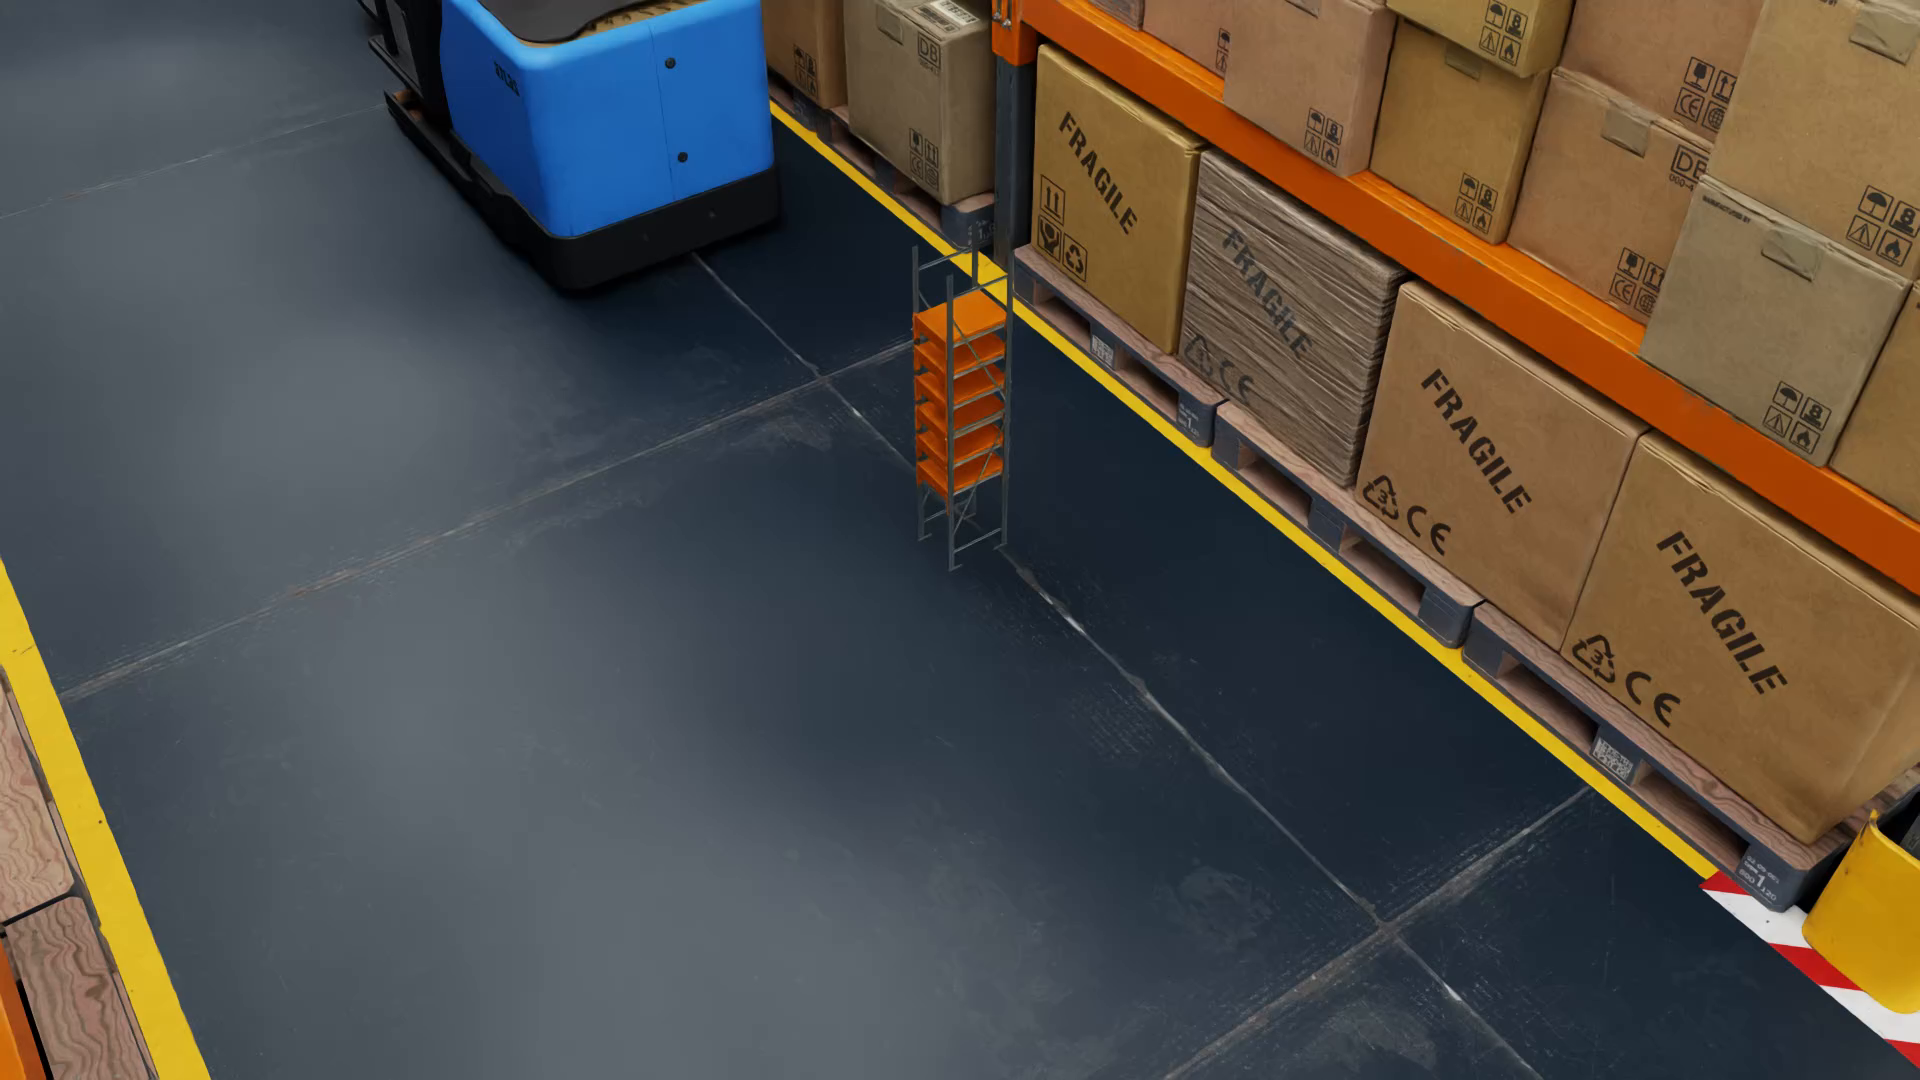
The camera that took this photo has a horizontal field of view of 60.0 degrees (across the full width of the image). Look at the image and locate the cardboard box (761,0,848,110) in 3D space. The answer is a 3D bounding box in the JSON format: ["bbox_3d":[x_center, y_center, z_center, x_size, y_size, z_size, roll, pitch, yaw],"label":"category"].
[{"bbox_3d":[-0.395,-2.614,7.641,1.050,0.750,0.750,-26,49,-24],"label":"cardboard box"}]

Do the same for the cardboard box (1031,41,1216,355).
[{"bbox_3d":[0.885,-1.411,6.291,0.875,0.875,0.875,-25,49,-24],"label":"cardboard box"}]

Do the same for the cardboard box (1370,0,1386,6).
[{"bbox_3d":[1.371,-2.008,4.791,0.875,0.550,0.550,-26,49,-24],"label":"cardboard box"}]

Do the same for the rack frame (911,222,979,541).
[{"bbox_3d":[-0.044,-0.478,5.381,0.240,1.200,0.006,-26,49,-24],"label":"rack frame"}]

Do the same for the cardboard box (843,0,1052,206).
[{"bbox_3d":[0.153,-2.066,7.067,1.050,0.750,0.750,-26,49,-25],"label":"cardboard box"}]

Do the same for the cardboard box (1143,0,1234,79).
[{"bbox_3d":[1.136,-1.959,5.521,0.875,0.550,0.550,-26,49,-24],"label":"cardboard box"}]

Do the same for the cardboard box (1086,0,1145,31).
[{"bbox_3d":[0.803,-2.262,5.838,0.875,0.550,0.550,-26,49,-24],"label":"cardboard box"}]

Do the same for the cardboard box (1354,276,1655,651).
[{"bbox_3d":[1.923,-0.385,5.216,0.875,0.875,0.875,-26,50,-25],"label":"cardboard box"}]

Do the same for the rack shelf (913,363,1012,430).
[{"bbox_3d":[0.008,-0.480,5.275,0.258,0.103,0.180,-26,49,-24],"label":"rack shelf"}]

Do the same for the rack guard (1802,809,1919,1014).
[{"bbox_3d":[2.884,0.771,4.580,1.175,0.500,0.348,-26,49,-24],"label":"rack guard"}]

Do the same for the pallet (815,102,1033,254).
[{"bbox_3d":[0.079,-1.810,7.493,1.003,0.211,1.213,-26,49,-24],"label":"pallet"}]

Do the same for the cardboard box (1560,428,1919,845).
[{"bbox_3d":[2.428,0.112,4.695,0.875,0.875,0.875,-25,49,-24],"label":"cardboard box"}]

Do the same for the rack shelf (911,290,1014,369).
[{"bbox_3d":[0.008,-0.654,5.109,0.258,0.103,0.180,-26,49,-24],"label":"rack shelf"}]

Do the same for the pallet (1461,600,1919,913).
[{"bbox_3d":[2.349,0.440,5.136,1.003,0.211,1.213,-26,49,-24],"label":"pallet"}]

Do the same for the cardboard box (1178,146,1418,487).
[{"bbox_3d":[1.404,-0.902,5.757,0.875,0.875,0.875,-25,49,-24],"label":"cardboard box"}]

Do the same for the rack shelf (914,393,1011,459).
[{"bbox_3d":[0.008,-0.394,5.358,0.258,0.103,0.180,-26,49,-24],"label":"rack shelf"}]

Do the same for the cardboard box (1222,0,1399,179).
[{"bbox_3d":[1.349,-1.607,5.152,0.875,0.550,0.550,-26,49,-24],"label":"cardboard box"}]

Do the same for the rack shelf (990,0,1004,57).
[{"bbox_3d":[-0.562,-3.284,7.539,1.077,0.370,4.000,-26,49,-24],"label":"rack shelf"}]

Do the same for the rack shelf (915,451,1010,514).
[{"bbox_3d":[0.008,-0.220,5.524,0.258,0.103,0.180,-26,49,-24],"label":"rack shelf"}]

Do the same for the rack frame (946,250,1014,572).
[{"bbox_3d":[0.061,-0.374,5.273,0.240,1.200,0.006,-26,49,-24],"label":"rack frame"}]

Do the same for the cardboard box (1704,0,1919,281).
[{"bbox_3d":[2.300,-1.092,3.831,0.875,0.550,0.550,-26,49,-24],"label":"cardboard box"}]

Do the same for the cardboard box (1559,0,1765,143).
[{"bbox_3d":[2.091,-1.462,4.219,0.875,0.550,0.550,-26,49,-24],"label":"cardboard box"}]

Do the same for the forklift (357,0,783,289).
[{"bbox_3d":[-2.014,-3.054,6.826,1.130,2.935,3.031,-26,49,-24],"label":"forklift"}]

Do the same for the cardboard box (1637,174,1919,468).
[{"bbox_3d":[2.289,-0.696,4.198,0.875,0.550,0.550,-26,49,-24],"label":"cardboard box"}]

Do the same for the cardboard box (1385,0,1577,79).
[{"bbox_3d":[1.681,-1.711,4.480,0.875,0.550,0.500,-26,49,-24],"label":"cardboard box"}]

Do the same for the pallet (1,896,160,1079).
[{"bbox_3d":[-2.428,1.557,3.966,1.003,0.211,1.213,-26,49,-24],"label":"pallet"}]

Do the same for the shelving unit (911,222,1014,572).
[{"bbox_3d":[0.008,-0.426,5.327,0.258,1.200,0.189,-26,49,-24],"label":"shelving unit"}]

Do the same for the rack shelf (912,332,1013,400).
[{"bbox_3d":[0.008,-0.567,5.192,0.258,0.103,0.180,-26,49,-24],"label":"rack shelf"}]

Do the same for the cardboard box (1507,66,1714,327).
[{"bbox_3d":[2.071,-1.062,4.582,0.875,0.550,0.550,-26,49,-24],"label":"cardboard box"}]

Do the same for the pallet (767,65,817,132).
[{"bbox_3d":[-0.623,-2.502,8.218,1.003,0.211,1.213,-26,49,-24],"label":"pallet"}]

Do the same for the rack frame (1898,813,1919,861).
[{"bbox_3d":[2.871,-0.146,3.731,1.000,3.000,0.127,-26,49,-24],"label":"rack frame"}]

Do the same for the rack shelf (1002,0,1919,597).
[{"bbox_3d":[1.726,-1.019,5.166,1.077,0.370,4.000,-26,49,-24],"label":"rack shelf"}]

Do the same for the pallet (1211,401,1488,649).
[{"bbox_3d":[1.655,-0.250,5.859,1.003,0.211,1.213,-26,49,-24],"label":"pallet"}]

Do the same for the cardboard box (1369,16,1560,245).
[{"bbox_3d":[1.734,-1.346,4.879,0.875,0.550,0.500,-26,49,-24],"label":"cardboard box"}]

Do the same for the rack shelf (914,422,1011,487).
[{"bbox_3d":[0.008,-0.307,5.441,0.258,0.103,0.180,-26,49,-24],"label":"rack shelf"}]

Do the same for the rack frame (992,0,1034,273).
[{"bbox_3d":[0.582,-2.412,6.104,1.000,3.000,0.127,-26,49,-24],"label":"rack frame"}]

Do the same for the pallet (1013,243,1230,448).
[{"bbox_3d":[0.953,-0.942,6.583,1.003,0.211,1.213,-26,49,-24],"label":"pallet"}]

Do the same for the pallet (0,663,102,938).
[{"bbox_3d":[-3.130,0.865,4.691,1.003,0.211,1.213,-26,49,-24],"label":"pallet"}]

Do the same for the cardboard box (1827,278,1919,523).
[{"bbox_3d":[2.621,-0.393,3.881,0.875,0.550,0.550,-26,49,-24],"label":"cardboard box"}]
